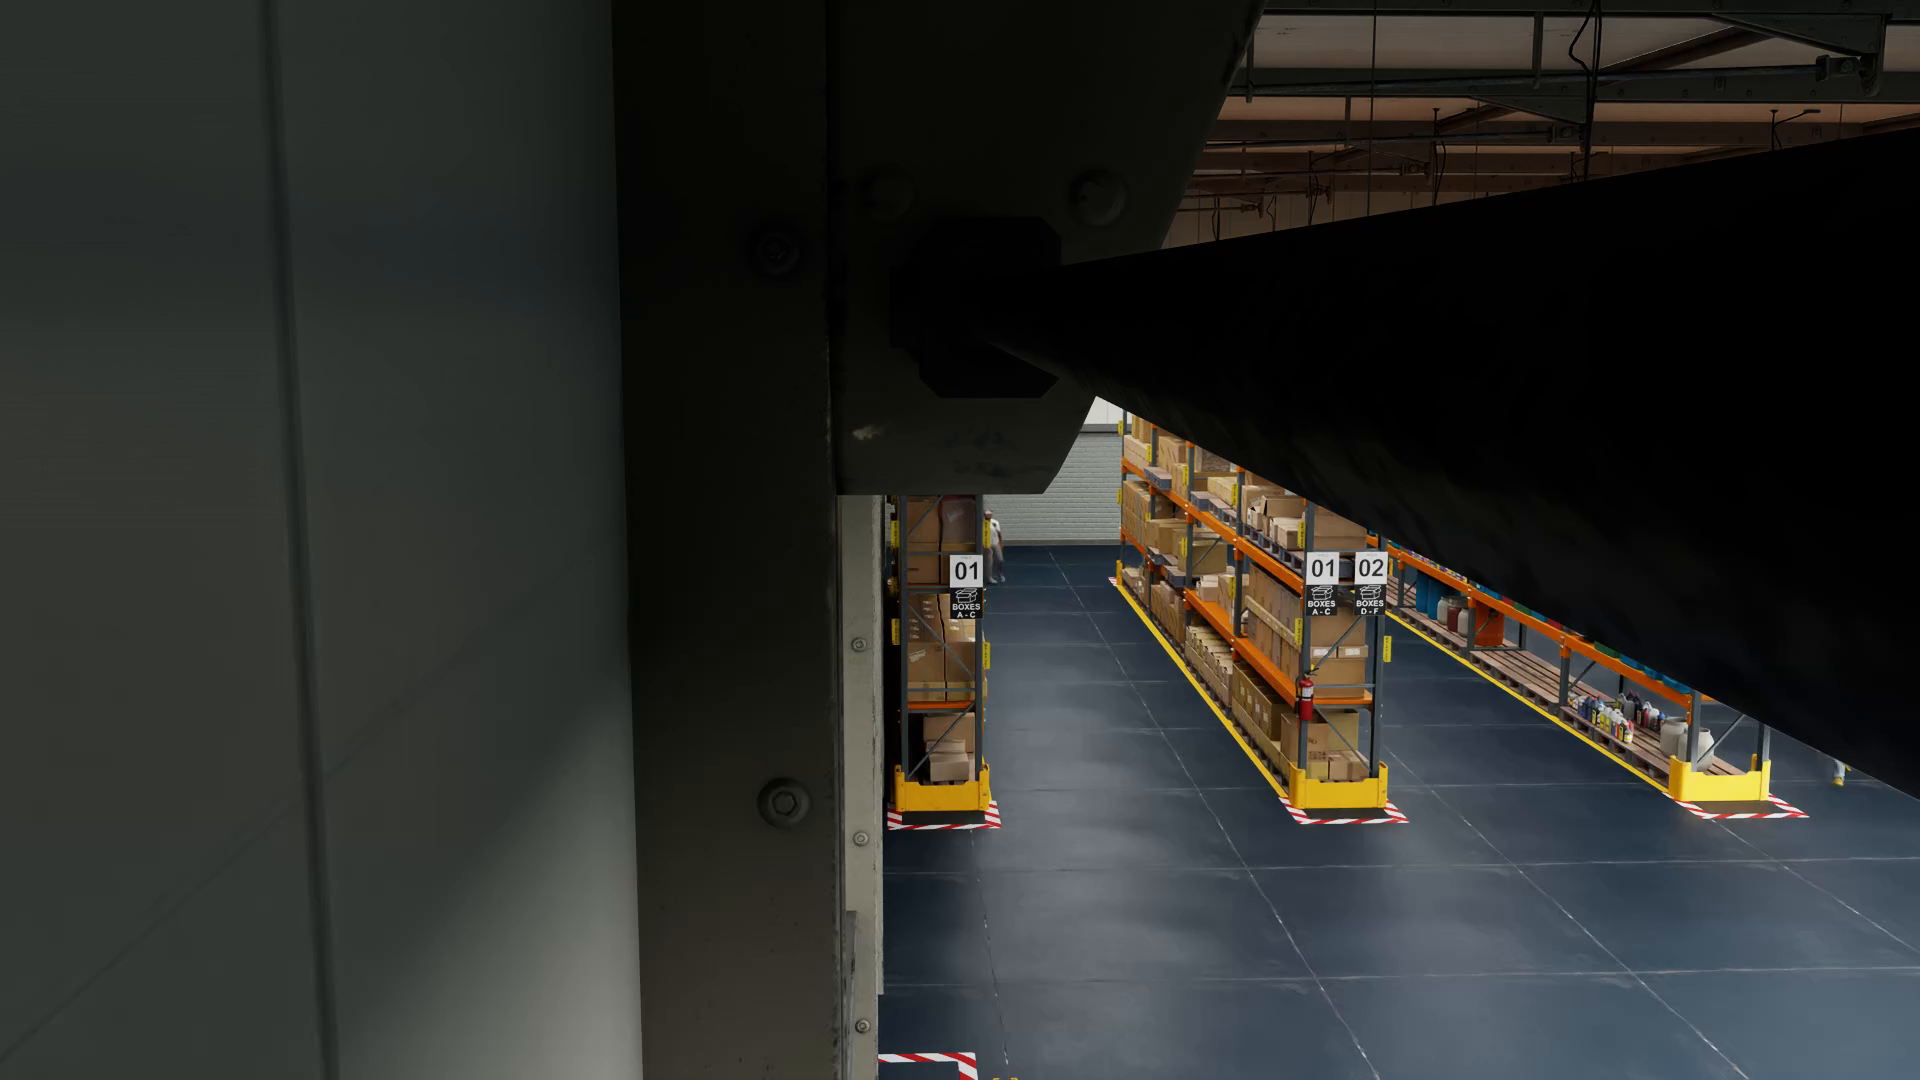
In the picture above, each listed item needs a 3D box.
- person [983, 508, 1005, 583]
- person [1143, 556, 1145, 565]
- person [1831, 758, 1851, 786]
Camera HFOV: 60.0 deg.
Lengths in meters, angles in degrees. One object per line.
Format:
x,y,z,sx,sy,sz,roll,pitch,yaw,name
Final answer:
0.750,0.126,36.400,0.605,1.676,0.468,-4,9,-27,person
4.343,0.002,37.698,0.463,1.613,0.366,-3,9,-20,person
11.610,2.308,21.648,0.514,1.728,1.039,3,9,18,person
